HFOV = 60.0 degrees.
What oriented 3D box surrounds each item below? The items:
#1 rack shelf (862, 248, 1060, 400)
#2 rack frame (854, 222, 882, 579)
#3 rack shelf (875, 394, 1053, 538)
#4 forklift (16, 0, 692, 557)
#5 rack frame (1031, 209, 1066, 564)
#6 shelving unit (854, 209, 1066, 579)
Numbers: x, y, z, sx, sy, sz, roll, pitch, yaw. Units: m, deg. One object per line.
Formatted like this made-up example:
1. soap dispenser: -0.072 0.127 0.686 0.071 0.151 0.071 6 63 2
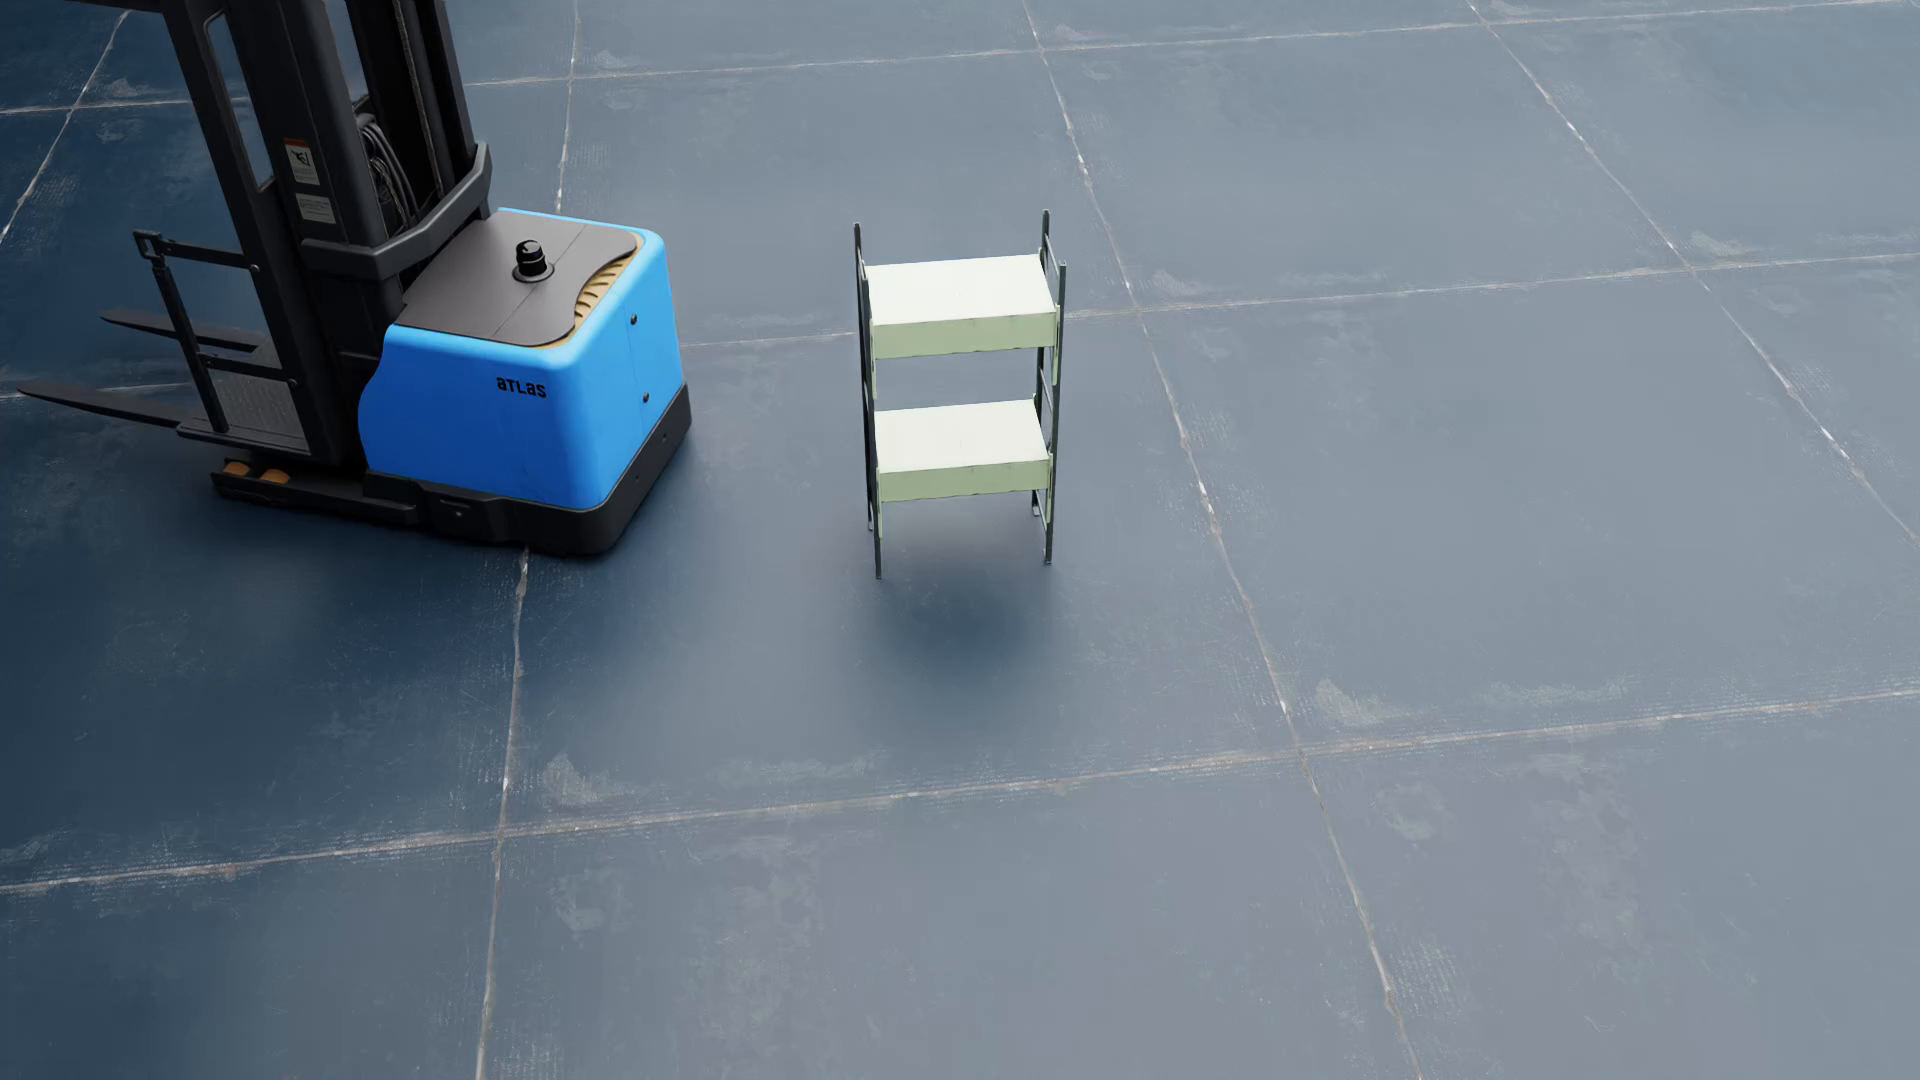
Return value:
1. rack shelf: -0.007 -0.846 6.486 0.720 0.370 0.431 -5 42 -6
2. rack frame: -0.370 -0.525 6.712 0.023 1.500 0.400 -5 42 -6
3. rack shelf: -0.007 -0.314 6.965 0.720 0.370 0.431 -5 42 -6
4. forklift: -2.825 -1.567 6.799 3.031 2.935 1.130 11 43 11
5. rack frame: 0.356 -0.588 6.782 0.023 1.500 0.400 -5 42 -6
6. shelving unit: -0.007 -0.556 6.747 0.755 1.500 0.431 -5 42 -6
